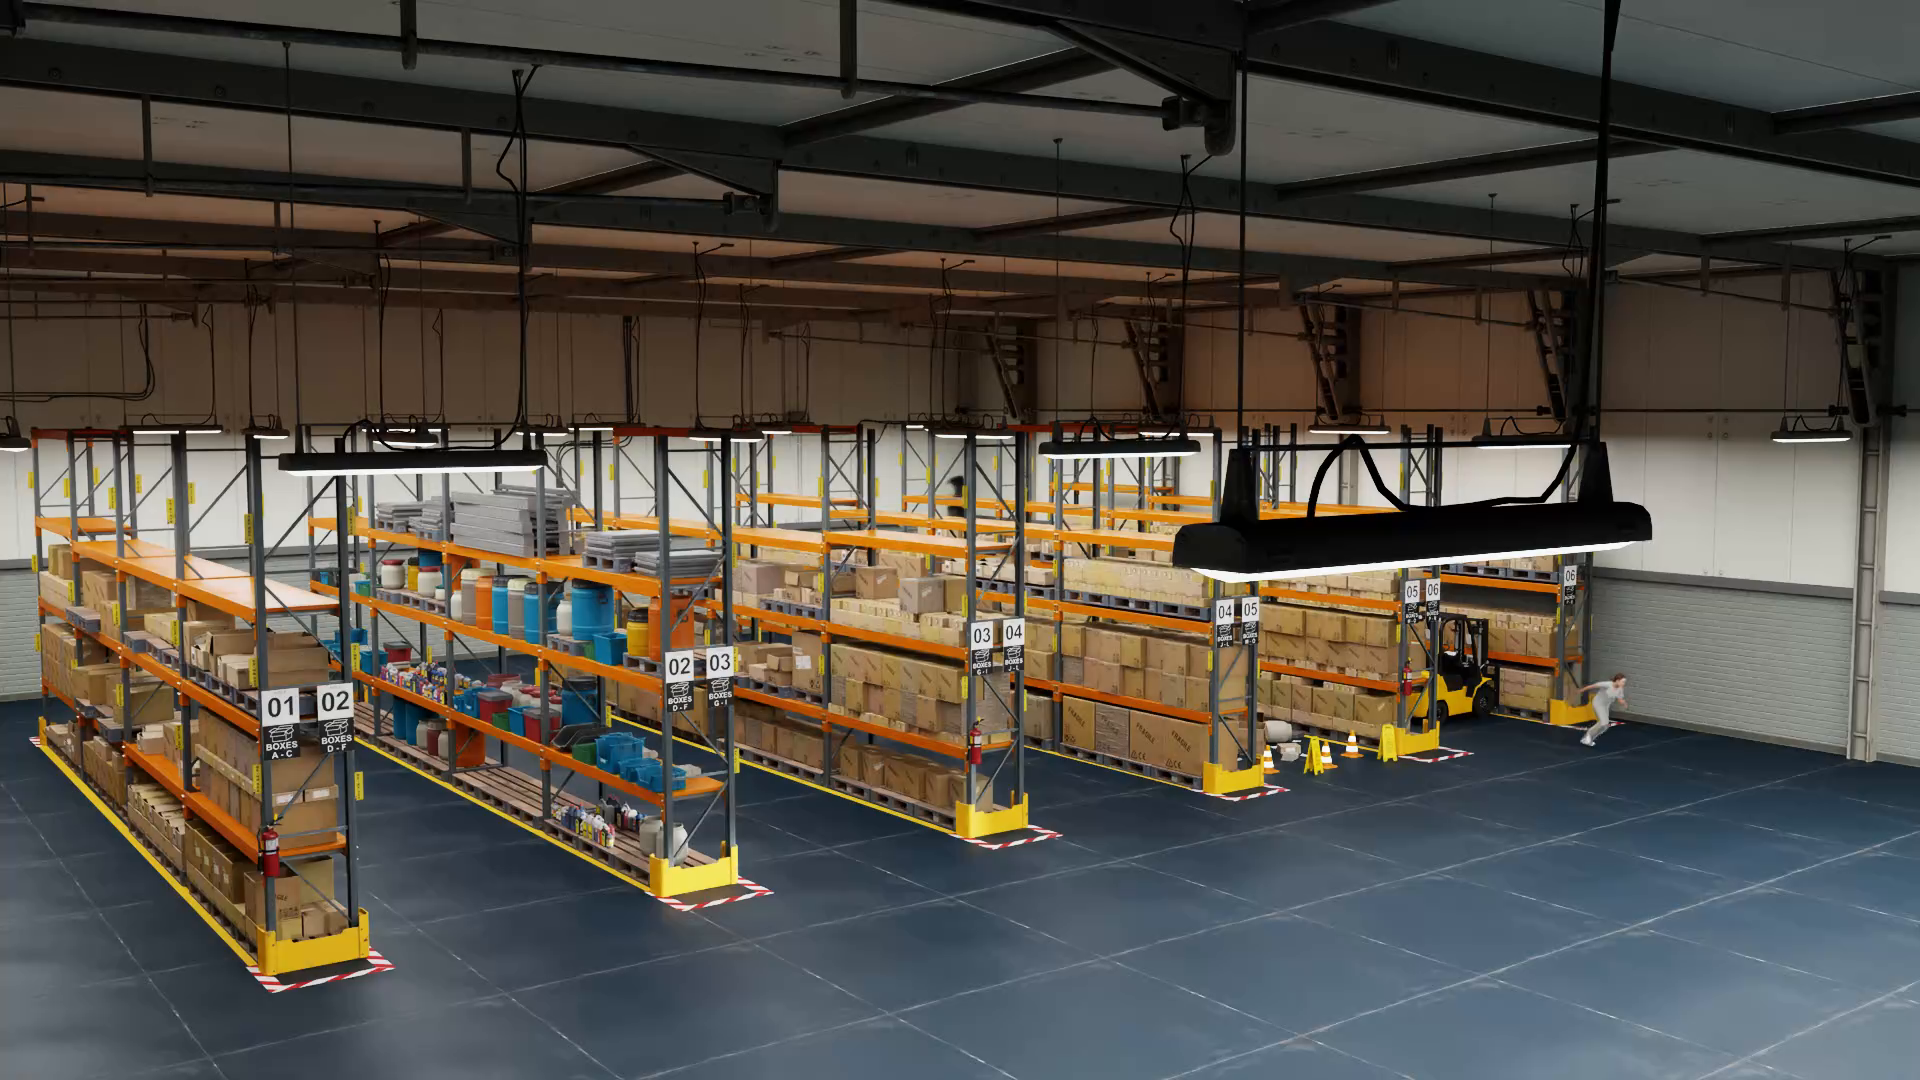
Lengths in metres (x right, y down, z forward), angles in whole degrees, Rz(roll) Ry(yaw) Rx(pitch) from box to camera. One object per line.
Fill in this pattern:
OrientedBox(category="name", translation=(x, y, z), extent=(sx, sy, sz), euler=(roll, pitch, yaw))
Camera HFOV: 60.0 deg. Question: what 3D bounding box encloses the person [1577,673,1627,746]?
OrientedBox(category="person", translation=(12.067, 3.165, 31.083), extent=(0.572, 1.439, 0.918), euler=(-2, 5, -25))
